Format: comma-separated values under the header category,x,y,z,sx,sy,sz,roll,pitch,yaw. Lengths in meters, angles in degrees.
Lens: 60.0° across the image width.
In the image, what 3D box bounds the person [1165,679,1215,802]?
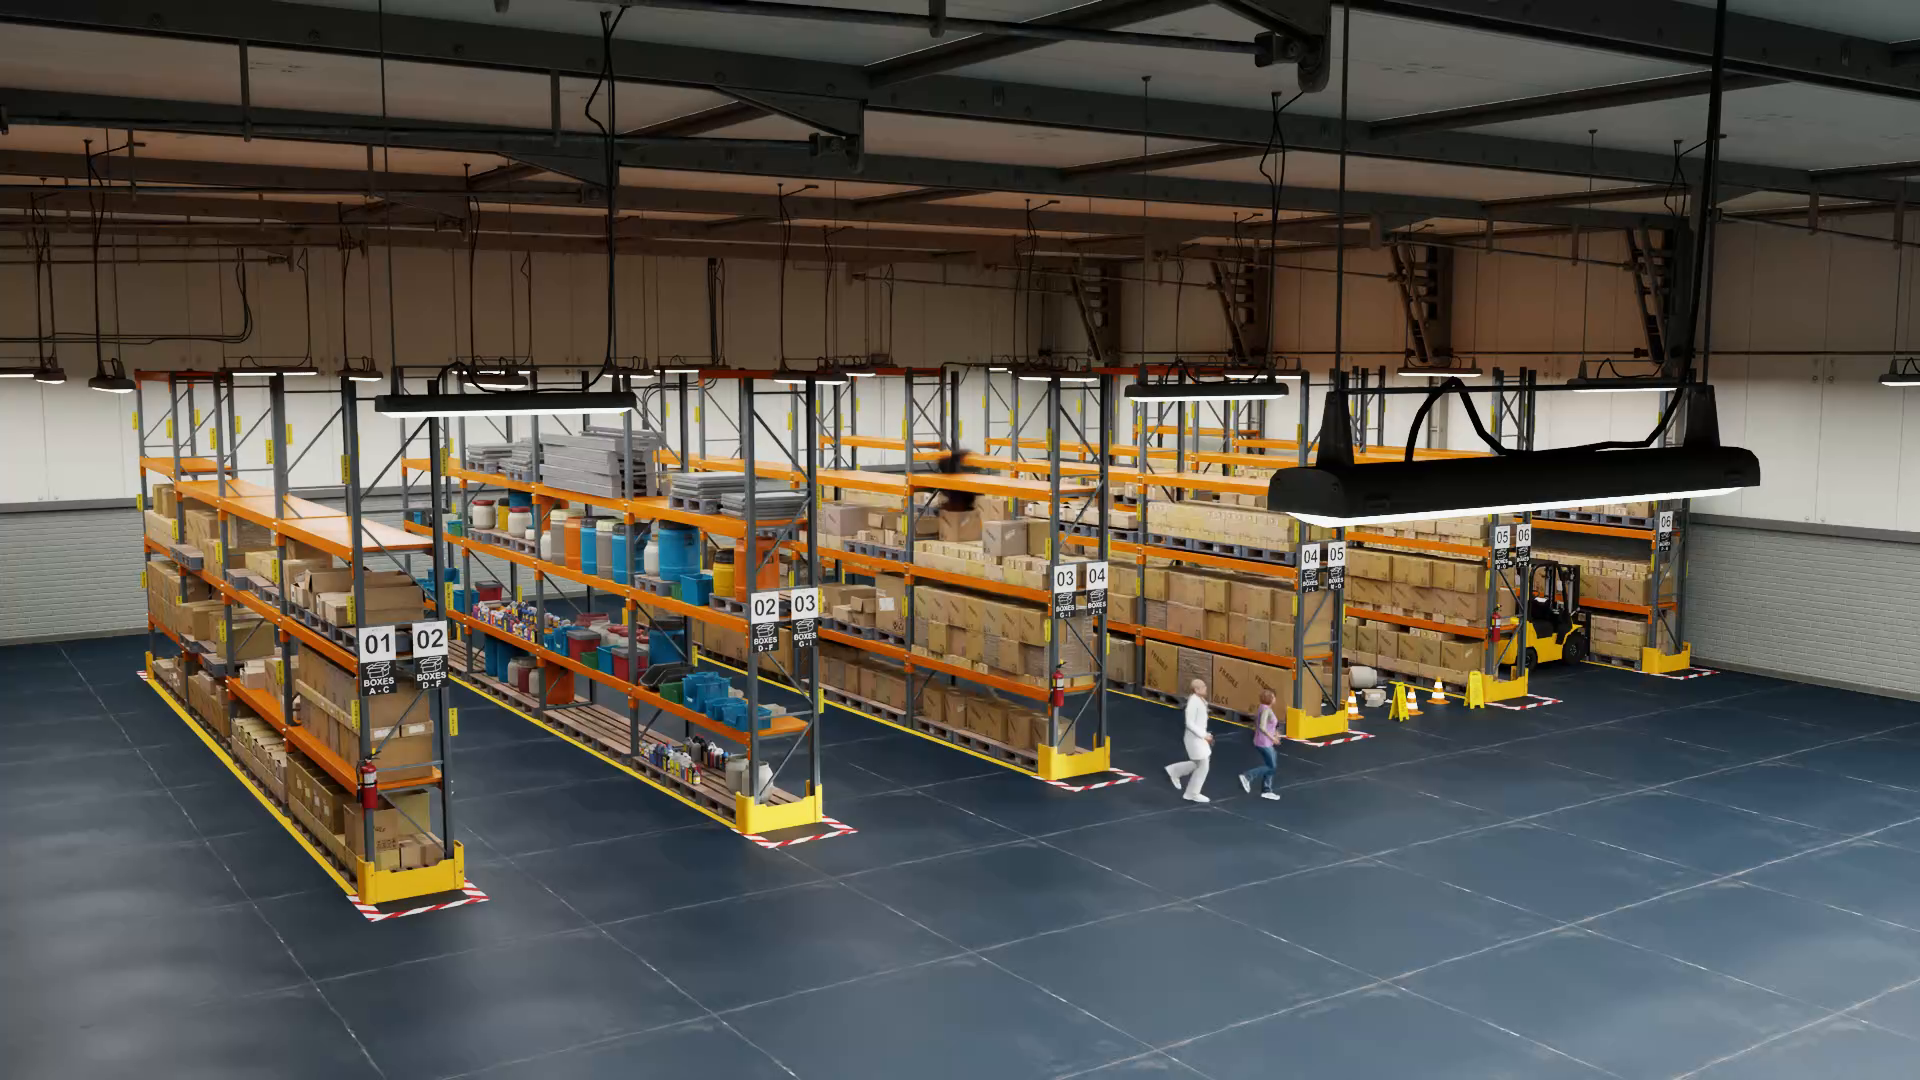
category,x,y,z,sx,sy,sz,roll,pitch,yaw
person,3.261,2.829,23.523,0.709,1.762,0.722,2,7,13

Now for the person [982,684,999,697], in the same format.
category,x,y,z,sx,sy,sz,roll,pitch,yaw
person,0.680,2.082,30.472,0.612,1.636,0.586,-6,9,-44

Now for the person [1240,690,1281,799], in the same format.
category,x,y,z,sx,sy,sz,roll,pitch,yaw
person,4.266,2.915,23.627,0.592,1.560,0.538,0,6,3

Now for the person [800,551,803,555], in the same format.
category,x,y,z,sx,sy,sz,roll,pitch,yaw
person,-3.866,1.078,38.907,0.713,1.740,0.675,-4,7,-29
